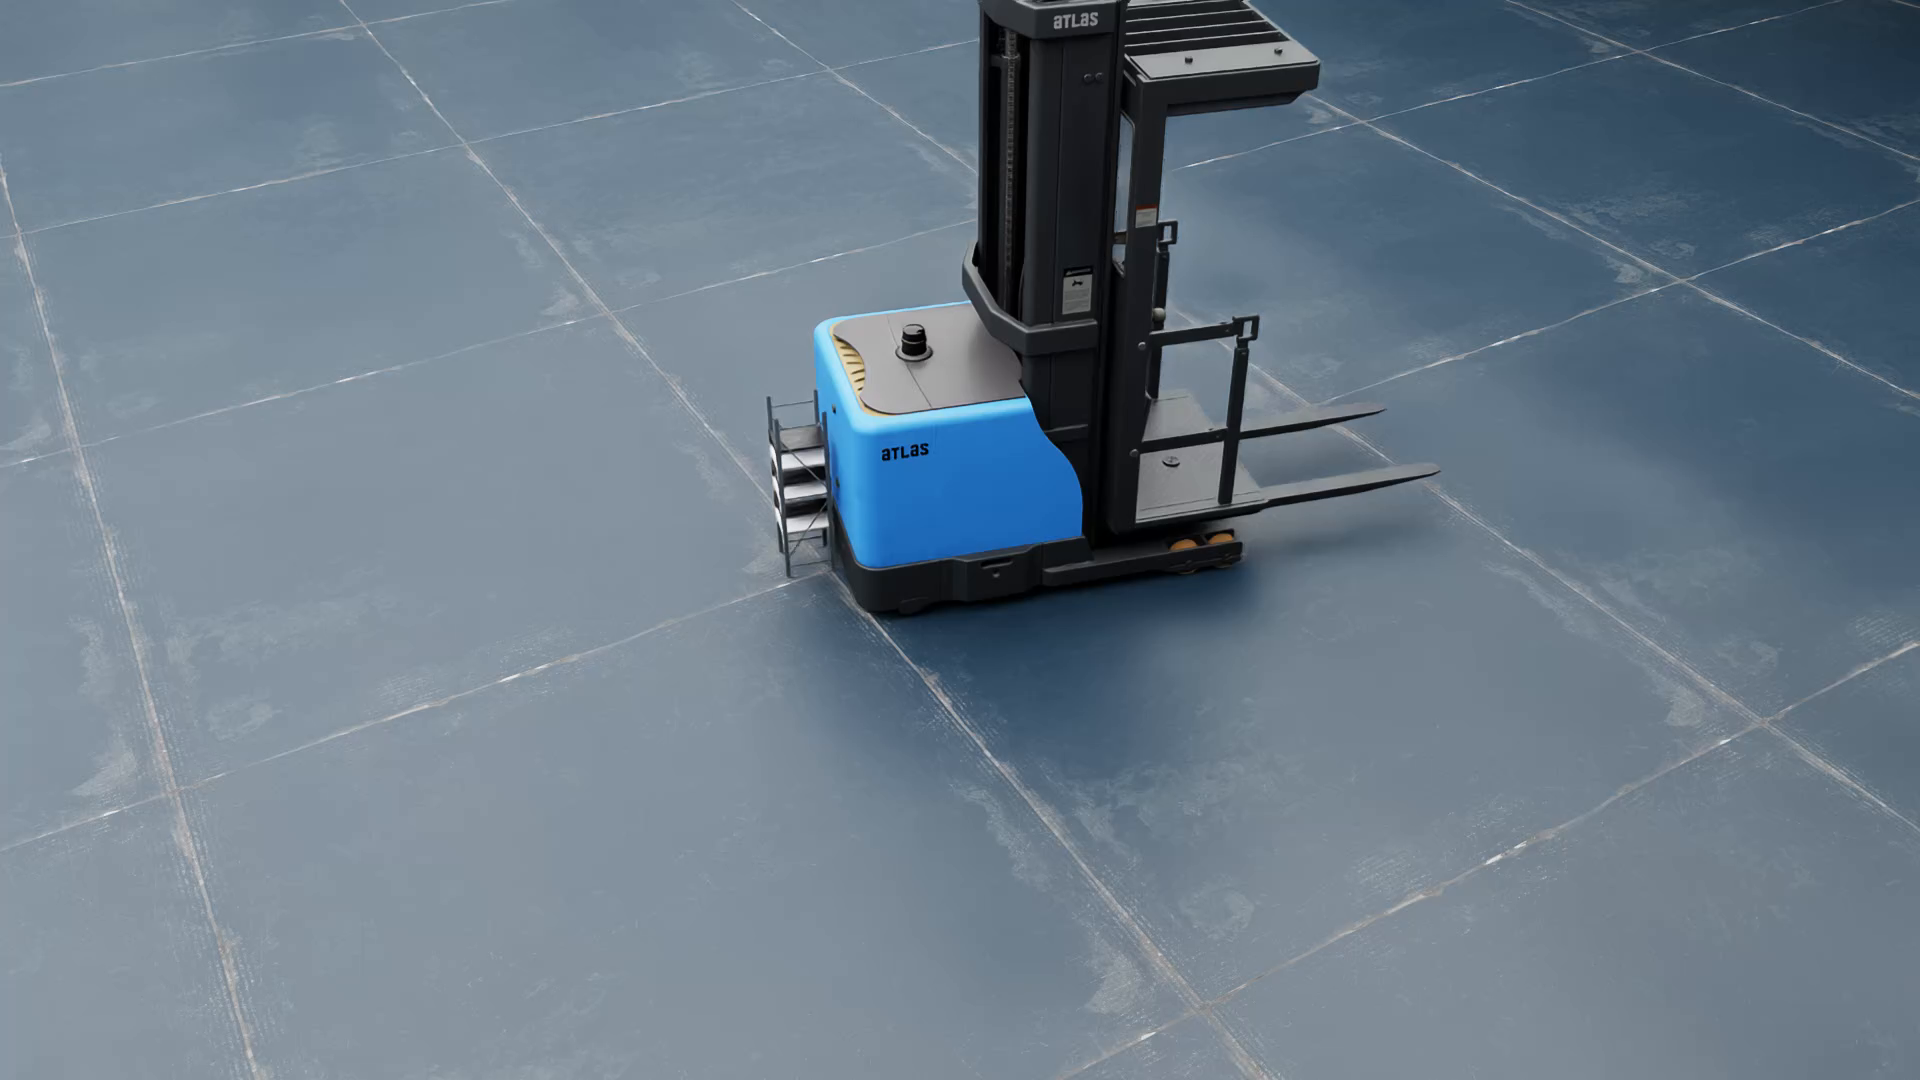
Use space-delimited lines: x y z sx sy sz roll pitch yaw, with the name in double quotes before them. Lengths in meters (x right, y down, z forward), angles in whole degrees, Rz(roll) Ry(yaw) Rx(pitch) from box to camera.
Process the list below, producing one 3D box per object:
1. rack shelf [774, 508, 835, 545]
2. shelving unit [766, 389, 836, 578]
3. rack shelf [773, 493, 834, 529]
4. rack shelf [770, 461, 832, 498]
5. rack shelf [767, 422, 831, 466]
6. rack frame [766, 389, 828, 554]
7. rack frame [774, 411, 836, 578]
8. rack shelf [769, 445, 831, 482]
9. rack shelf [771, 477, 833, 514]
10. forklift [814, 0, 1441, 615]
"rack shelf" -0.744 -0.084 7.964 0.258 0.077 0.200 -9 37 -12
"shelving unit" -0.745 -0.257 7.838 0.258 0.900 0.210 -9 37 -12
"rack shelf" -0.744 -0.157 7.910 0.258 0.077 0.200 -9 37 -12
"rack shelf" -0.745 -0.302 7.804 0.258 0.077 0.200 -9 37 -12
"rack shelf" -0.746 -0.448 7.698 0.258 0.077 0.200 -9 37 -12
"rack frame" -0.771 -0.315 7.917 0.240 0.900 0.006 -9 37 -12
"rack frame" -0.719 -0.199 7.758 0.240 0.900 0.006 -9 37 -12
"rack shelf" -0.745 -0.375 7.751 0.258 0.077 0.200 -9 37 -12
"rack shelf" -0.745 -0.230 7.857 0.258 0.077 0.200 -9 37 -12
"forklift" 0.871 -1.311 7.560 3.031 2.935 1.130 -9 37 -12
